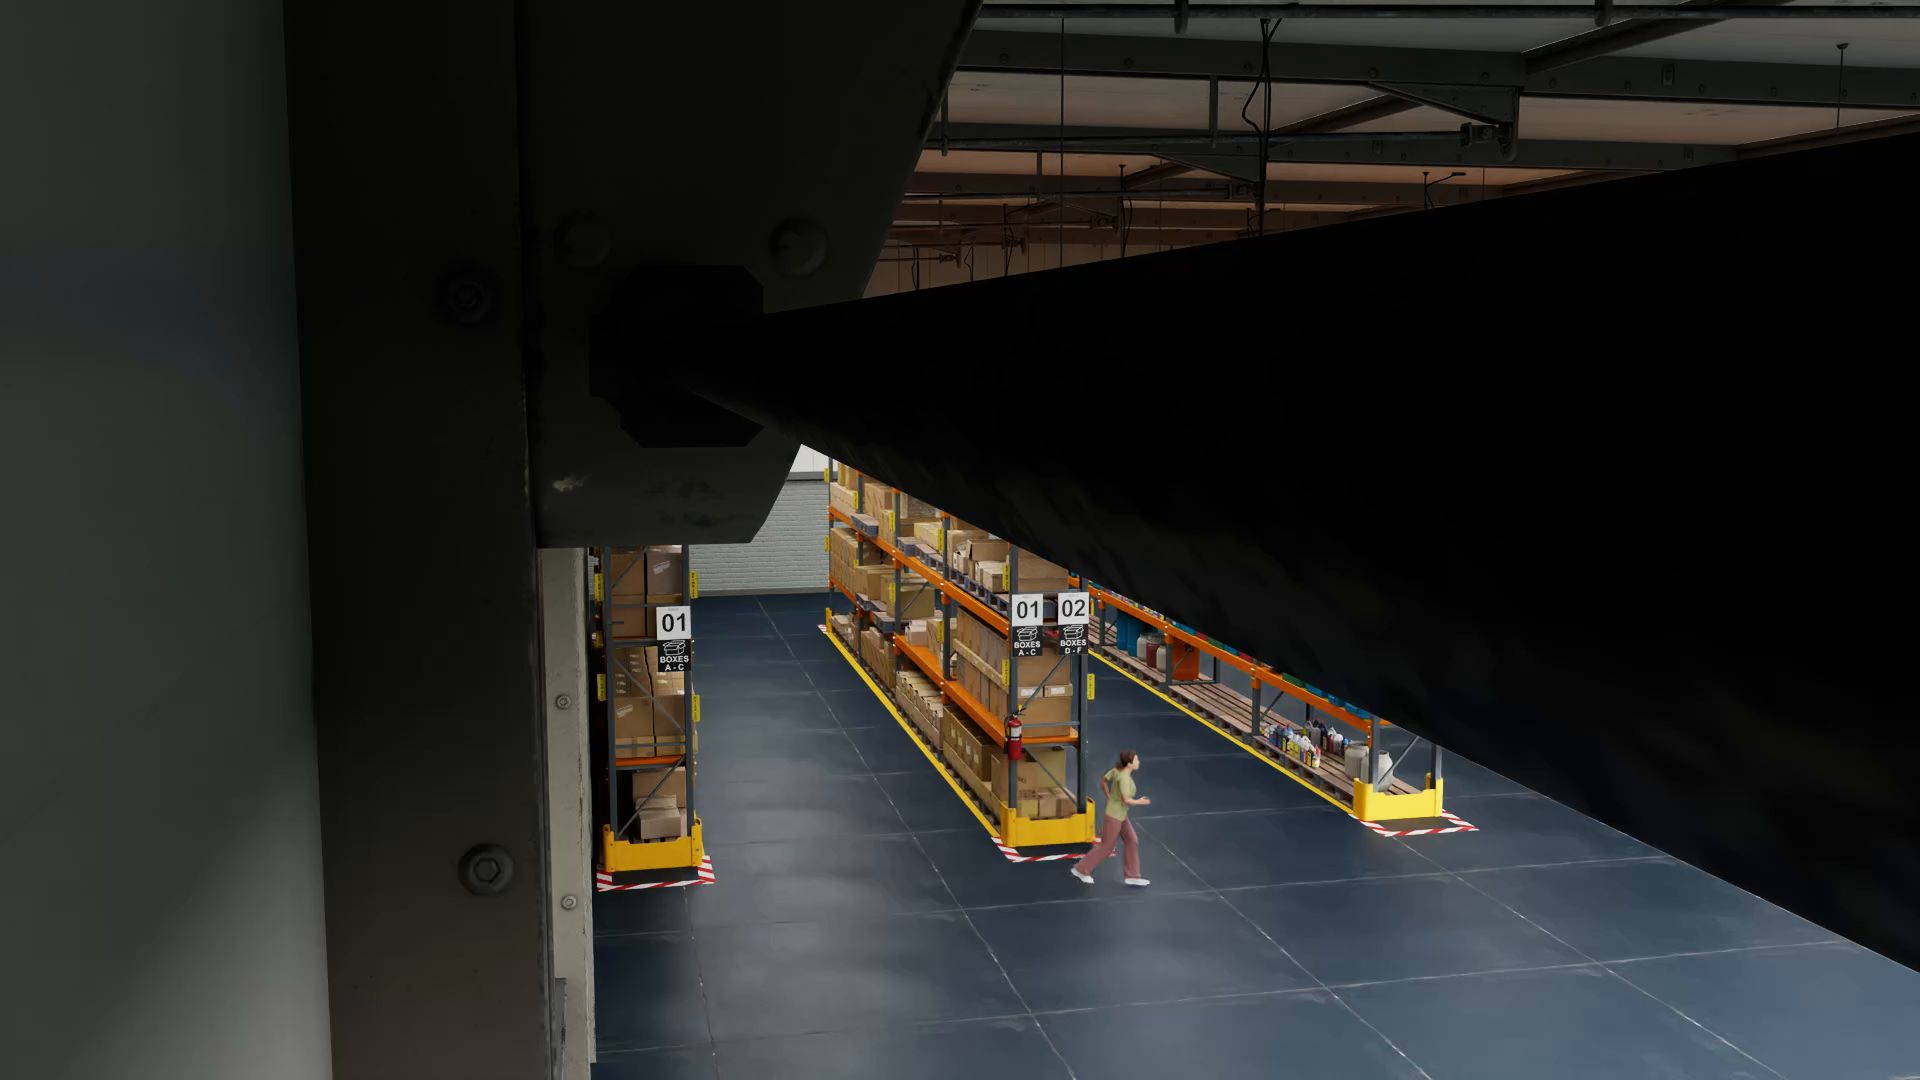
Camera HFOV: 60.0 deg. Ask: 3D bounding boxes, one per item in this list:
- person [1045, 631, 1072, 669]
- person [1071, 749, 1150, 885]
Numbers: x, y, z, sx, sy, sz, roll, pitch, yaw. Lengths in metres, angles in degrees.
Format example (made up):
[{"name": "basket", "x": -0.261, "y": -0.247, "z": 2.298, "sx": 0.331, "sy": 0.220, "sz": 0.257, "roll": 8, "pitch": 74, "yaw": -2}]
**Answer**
[{"name": "person", "x": 1.585, "y": 2.105, "z": 28.569, "sx": 0.659, "sy": 1.669, "sz": 0.737, "roll": -1, "pitch": 7, "yaw": -5}, {"name": "person", "x": 1.756, "y": 3.232, "z": 19.305, "sx": 0.931, "sy": 1.638, "sz": 0.569, "roll": 0, "pitch": 7, "yaw": 2}]
